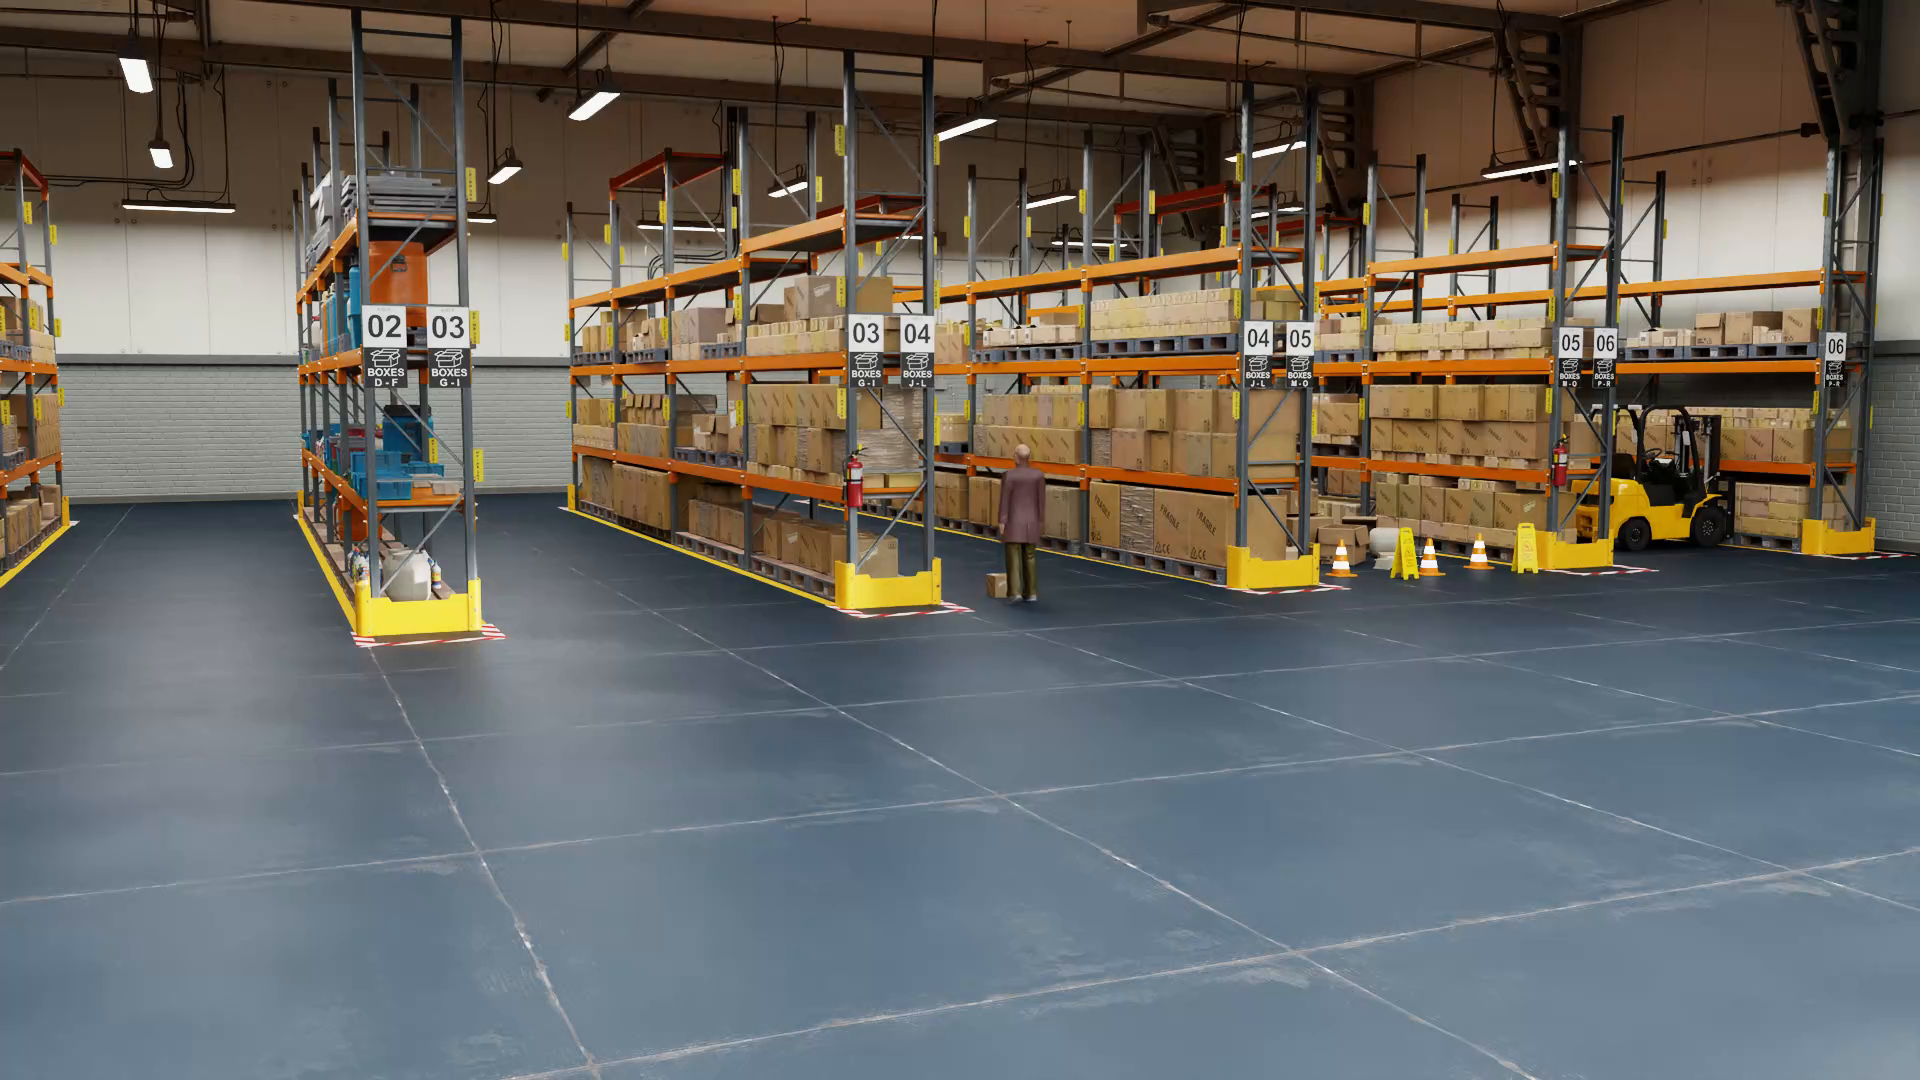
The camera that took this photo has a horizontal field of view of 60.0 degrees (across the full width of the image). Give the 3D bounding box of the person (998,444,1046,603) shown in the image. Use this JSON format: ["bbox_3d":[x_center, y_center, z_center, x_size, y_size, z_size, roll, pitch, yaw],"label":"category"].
[{"bbox_3d":[0.685,-0.147,18.744,0.574,1.862,0.479,-2,6,-23],"label":"person"}]
